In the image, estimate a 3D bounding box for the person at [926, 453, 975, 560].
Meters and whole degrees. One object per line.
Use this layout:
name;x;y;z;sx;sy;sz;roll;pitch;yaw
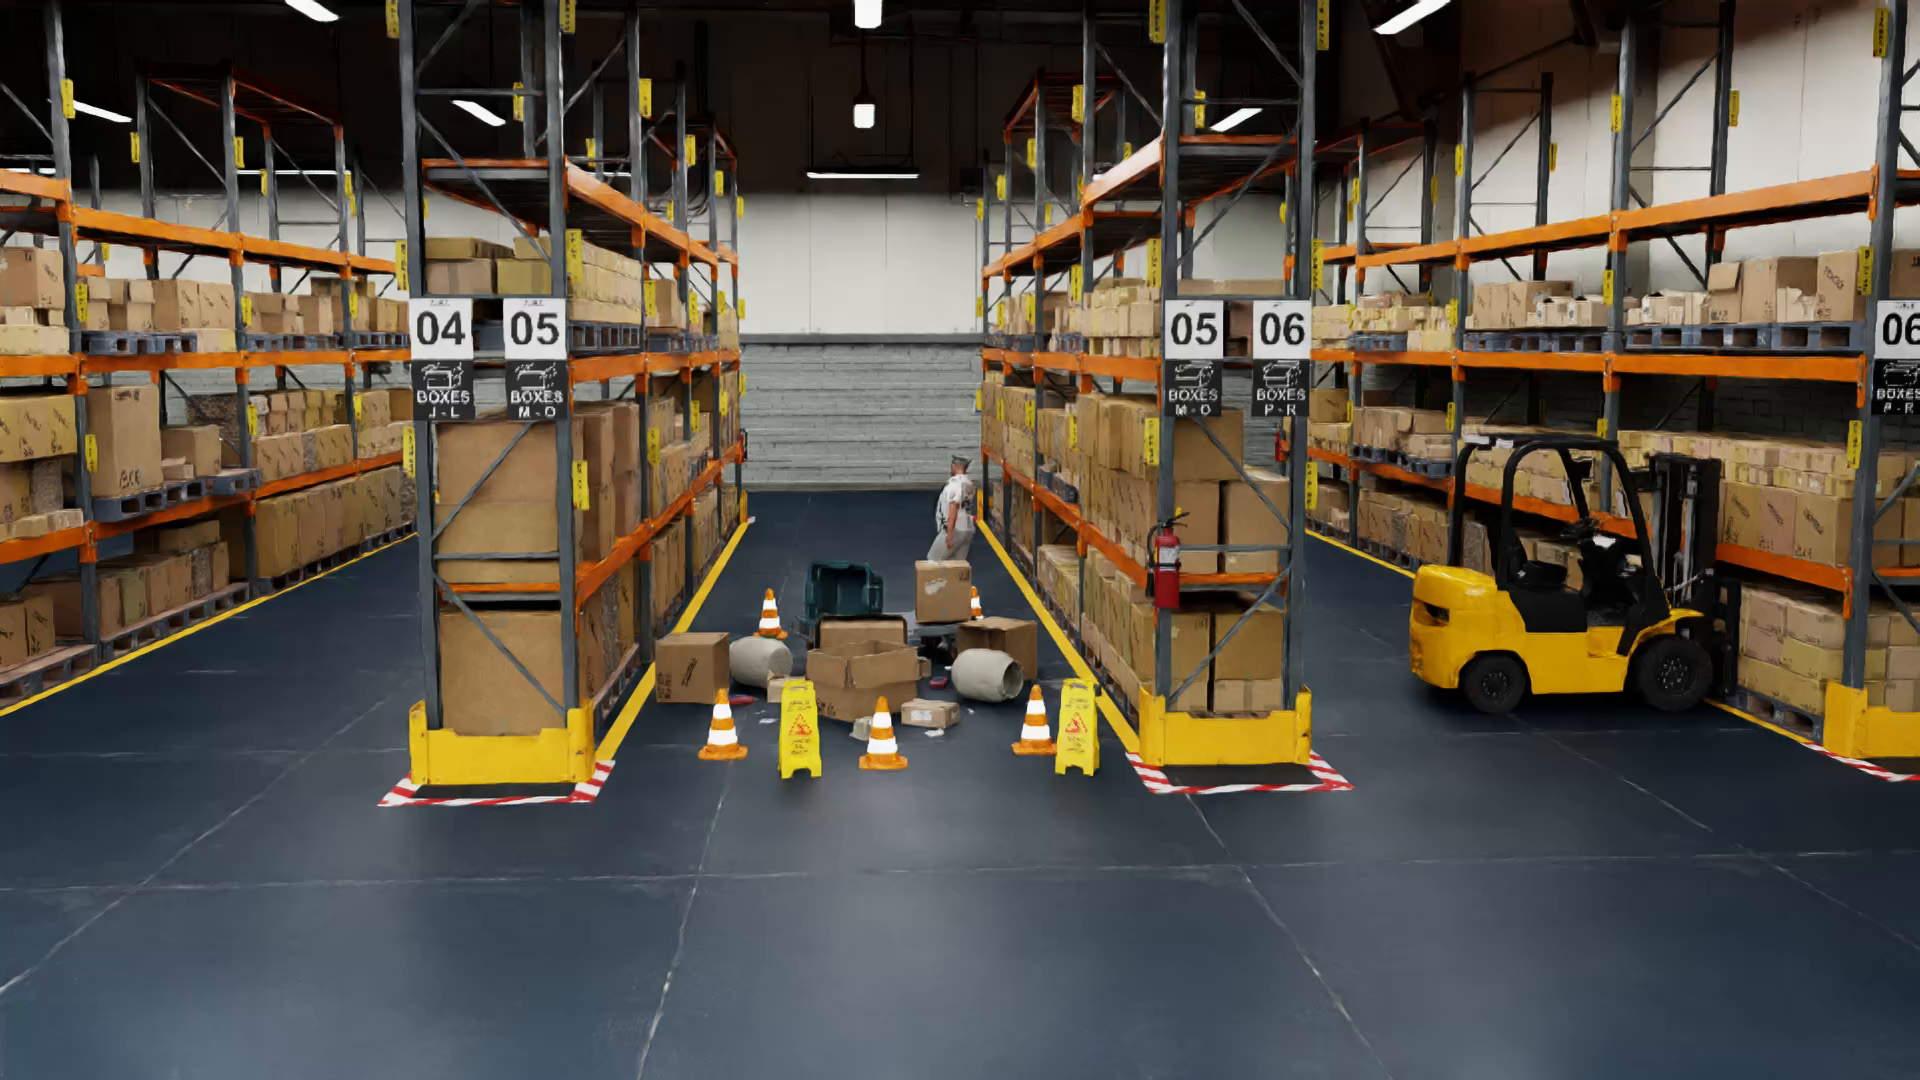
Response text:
person;-0.032;-0.063;17.775;0.516;1.705;0.690;3;7;24
